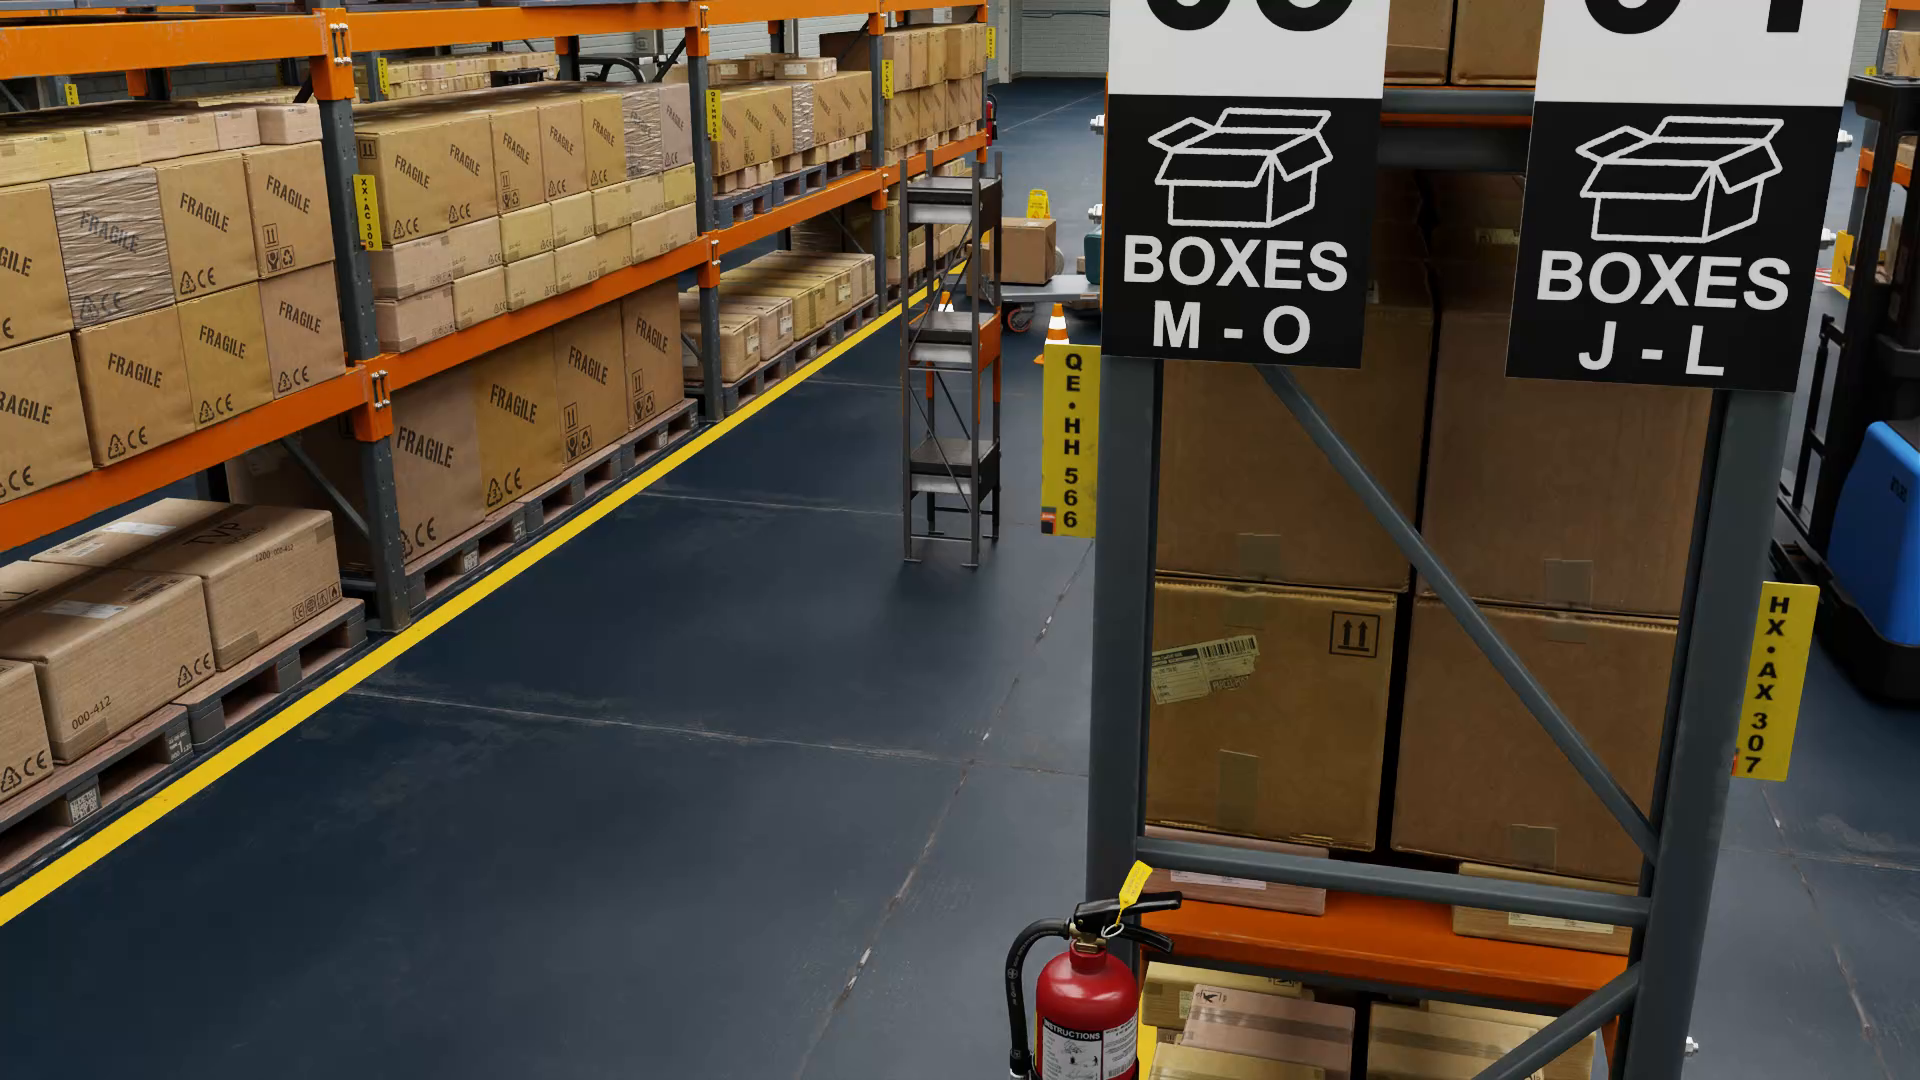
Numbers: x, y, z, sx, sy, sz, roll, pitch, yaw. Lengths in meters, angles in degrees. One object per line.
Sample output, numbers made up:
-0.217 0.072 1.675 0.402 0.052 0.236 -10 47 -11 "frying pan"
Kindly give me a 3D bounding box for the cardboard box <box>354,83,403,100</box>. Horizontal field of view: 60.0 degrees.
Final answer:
-5.655 -4.358 16.147 0.380 0.149 0.250 4 19 13 "cardboard box"

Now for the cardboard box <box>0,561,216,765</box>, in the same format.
-3.604 0.456 6.525 0.875 0.438 0.875 4 19 12 "cardboard box"

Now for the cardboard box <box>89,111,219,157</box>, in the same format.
-3.136 -1.581 6.469 0.380 0.149 0.250 5 19 13 "cardboard box"

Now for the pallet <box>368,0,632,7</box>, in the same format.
-2.528 -3.053 9.138 1.003 0.211 1.213 6 20 16 "pallet"

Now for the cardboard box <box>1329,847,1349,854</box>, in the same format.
0.621 0.506 3.454 0.380 0.149 0.250 5 19 13 "cardboard box"

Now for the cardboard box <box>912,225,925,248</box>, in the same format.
-0.649 -3.118 16.121 0.500 0.500 0.500 5 20 16 "cardboard box"

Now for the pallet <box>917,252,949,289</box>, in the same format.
-0.748 -2.811 17.091 1.003 0.211 1.213 5 19 13 "pallet"

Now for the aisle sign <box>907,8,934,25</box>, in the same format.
-0.482 -6.062 18.271 0.394 0.787 0.004 5 19 13 "aisle sign"

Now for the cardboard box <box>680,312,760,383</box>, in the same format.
-2.004 -1.411 12.095 0.950 0.372 0.625 3 19 10 "cardboard box"

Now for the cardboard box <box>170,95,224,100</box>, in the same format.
-6.645 -3.790 14.485 0.380 0.149 0.250 5 19 13 "cardboard box"

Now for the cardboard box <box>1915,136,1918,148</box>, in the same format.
9.082 -3.703 14.774 0.875 0.500 0.500 5 19 13 "cardboard box"

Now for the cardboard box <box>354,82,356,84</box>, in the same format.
-6.132 -4.481 16.508 0.380 0.149 0.250 4 19 12 "cardboard box"

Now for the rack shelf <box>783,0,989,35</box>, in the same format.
-0.686 -5.240 16.359 1.077 0.370 4.000 5 19 13 "rack shelf"

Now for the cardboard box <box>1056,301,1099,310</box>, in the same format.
1.106 -2.326 15.586 0.258 0.266 0.396 -9 21 -24 "cardboard box"

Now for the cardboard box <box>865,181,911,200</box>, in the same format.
-0.680 -3.291 15.623 0.380 0.149 0.250 5 19 14 "cardboard box"

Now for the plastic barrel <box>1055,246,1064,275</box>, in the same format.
0.767 -2.801 16.734 0.421 0.421 0.512 -13 23 -34 "plastic barrel"

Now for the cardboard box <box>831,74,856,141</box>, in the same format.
-1.184 -3.602 13.828 0.500 0.500 0.500 5 19 14 "cardboard box"

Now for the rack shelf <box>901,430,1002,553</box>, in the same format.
-0.040 -0.266 8.927 0.431 0.518 0.480 5 19 13 "rack shelf"

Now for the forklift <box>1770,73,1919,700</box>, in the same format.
4.728 -1.094 7.855 1.130 2.935 3.031 4 19 13 "forklift"

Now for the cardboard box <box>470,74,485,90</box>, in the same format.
-5.258 -4.841 17.562 0.380 0.149 0.250 4 19 12 "cardboard box"

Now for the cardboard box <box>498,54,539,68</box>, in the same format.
-4.962 -5.380 18.681 0.380 0.149 0.250 5 20 15 "cardboard box"

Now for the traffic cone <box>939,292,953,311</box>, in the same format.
-0.120 -1.834 13.841 0.336 0.463 0.334 5 19 13 "traffic cone"

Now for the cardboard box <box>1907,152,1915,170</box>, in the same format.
8.651 -3.353 14.752 0.380 0.149 0.250 5 19 13 "cardboard box"

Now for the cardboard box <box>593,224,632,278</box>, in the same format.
-2.272 -1.712 9.791 0.500 0.250 0.500 4 19 13 "cardboard box"

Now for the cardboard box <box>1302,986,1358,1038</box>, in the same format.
0.861 1.169 4.424 0.380 0.149 0.250 4 19 13 "cardboard box"

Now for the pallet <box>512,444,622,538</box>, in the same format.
-2.717 -0.338 9.851 1.003 0.211 1.213 5 19 13 "pallet"

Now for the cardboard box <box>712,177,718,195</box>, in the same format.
-1.892 -2.447 11.450 0.380 0.149 0.250 4 19 10 "cardboard box"

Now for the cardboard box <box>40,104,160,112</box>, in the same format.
-3.505 -1.694 6.800 0.380 0.149 0.250 5 19 14 "cardboard box"

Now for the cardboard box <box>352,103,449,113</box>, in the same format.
-3.001 -2.027 8.779 0.500 0.500 0.500 5 20 15 "cardboard box"

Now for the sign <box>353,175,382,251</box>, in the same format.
-2.590 -1.430 7.272 0.100 0.325 0.005 5 19 13 "sign"

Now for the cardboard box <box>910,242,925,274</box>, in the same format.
-0.649 -2.763 16.241 0.500 0.250 0.500 6 20 16 "cardboard box"

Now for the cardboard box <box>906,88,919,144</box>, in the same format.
-0.696 -3.997 15.634 0.500 0.500 0.500 5 19 13 "cardboard box"

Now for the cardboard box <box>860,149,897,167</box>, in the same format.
-0.786 -3.488 15.148 0.380 0.149 0.250 5 19 13 "cardboard box"

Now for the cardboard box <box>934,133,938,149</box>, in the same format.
-0.430 -3.970 16.557 0.380 0.149 0.250 5 19 13 "cardboard box"

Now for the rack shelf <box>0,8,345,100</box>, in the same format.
-3.617 -1.478 5.348 1.077 0.370 4.000 5 19 13 "rack shelf"

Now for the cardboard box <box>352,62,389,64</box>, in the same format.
-6.050 -4.786 16.941 0.380 0.149 0.250 4 19 12 "cardboard box"

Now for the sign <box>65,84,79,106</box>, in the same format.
-6.437 -3.141 12.075 0.100 0.325 0.005 5 19 13 "sign"

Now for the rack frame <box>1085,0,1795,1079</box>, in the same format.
0.722 0.587 2.828 0.949 2.616 0.053 5 19 13 "rack frame"

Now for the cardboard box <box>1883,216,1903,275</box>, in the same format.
9.244 -2.826 16.039 0.500 0.500 0.500 9 21 23 "cardboard box"

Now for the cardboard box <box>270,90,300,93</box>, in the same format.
-6.013 -3.999 15.098 0.380 0.149 0.250 5 19 13 "cardboard box"

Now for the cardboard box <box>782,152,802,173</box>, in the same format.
-1.450 -2.950 12.922 0.380 0.149 0.250 5 20 15 "cardboard box"

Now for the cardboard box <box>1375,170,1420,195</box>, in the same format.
0.957 -0.726 4.511 0.500 0.500 0.500 4 19 11 "cardboard box"

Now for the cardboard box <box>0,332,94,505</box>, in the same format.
-3.366 -0.425 5.635 0.500 0.500 0.500 5 20 15 "cardboard box"

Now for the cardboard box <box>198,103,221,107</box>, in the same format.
-6.297 -3.507 13.656 0.380 0.149 0.250 5 20 15 "cardboard box"

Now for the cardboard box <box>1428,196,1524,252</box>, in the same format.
1.352 -0.514 3.890 0.500 0.500 0.500 4 19 12 "cardboard box"

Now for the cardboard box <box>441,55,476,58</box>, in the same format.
-5.563 -5.261 18.330 0.380 0.149 0.250 5 20 15 "cardboard box"

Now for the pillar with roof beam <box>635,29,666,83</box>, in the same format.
-0.415 -9.411 22.818 9.100 9.000 0.400 5 19 13 "pillar with roof beam"

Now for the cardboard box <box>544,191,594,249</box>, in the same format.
-2.377 -1.788 9.240 0.500 0.250 0.500 4 19 12 "cardboard box"

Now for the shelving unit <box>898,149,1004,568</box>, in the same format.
-0.040 -0.942 8.696 0.431 2.100 0.503 5 19 13 "shelving unit"

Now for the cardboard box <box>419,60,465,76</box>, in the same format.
-5.385 -4.906 17.292 0.380 0.149 0.250 5 19 13 "cardboard box"

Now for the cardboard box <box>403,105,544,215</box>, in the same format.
-2.520 -1.981 8.644 0.500 0.500 0.500 4 19 12 "cardboard box"

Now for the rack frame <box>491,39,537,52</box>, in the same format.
-5.011 -5.178 19.707 1.000 3.000 0.127 5 19 13 "rack frame"

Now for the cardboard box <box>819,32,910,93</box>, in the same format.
-0.856 -4.316 15.020 0.700 0.500 0.500 4 19 13 "cardboard box"

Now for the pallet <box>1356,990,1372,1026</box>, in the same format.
1.270 1.249 5.203 1.003 0.211 1.213 5 19 13 "pallet"

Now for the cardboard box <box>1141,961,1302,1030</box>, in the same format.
0.659 1.104 4.155 0.380 0.149 0.250 4 19 12 "cardboard box"

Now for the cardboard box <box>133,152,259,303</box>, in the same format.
-3.108 -1.219 6.413 0.500 0.500 0.500 4 19 13 "cardboard box"

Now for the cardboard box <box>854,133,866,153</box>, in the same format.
-1.032 -3.430 14.329 0.380 0.149 0.250 5 19 14 "cardboard box"

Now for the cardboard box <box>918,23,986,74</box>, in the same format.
-0.110 -5.271 17.818 0.700 0.500 0.500 4 19 12 "cardboard box"
